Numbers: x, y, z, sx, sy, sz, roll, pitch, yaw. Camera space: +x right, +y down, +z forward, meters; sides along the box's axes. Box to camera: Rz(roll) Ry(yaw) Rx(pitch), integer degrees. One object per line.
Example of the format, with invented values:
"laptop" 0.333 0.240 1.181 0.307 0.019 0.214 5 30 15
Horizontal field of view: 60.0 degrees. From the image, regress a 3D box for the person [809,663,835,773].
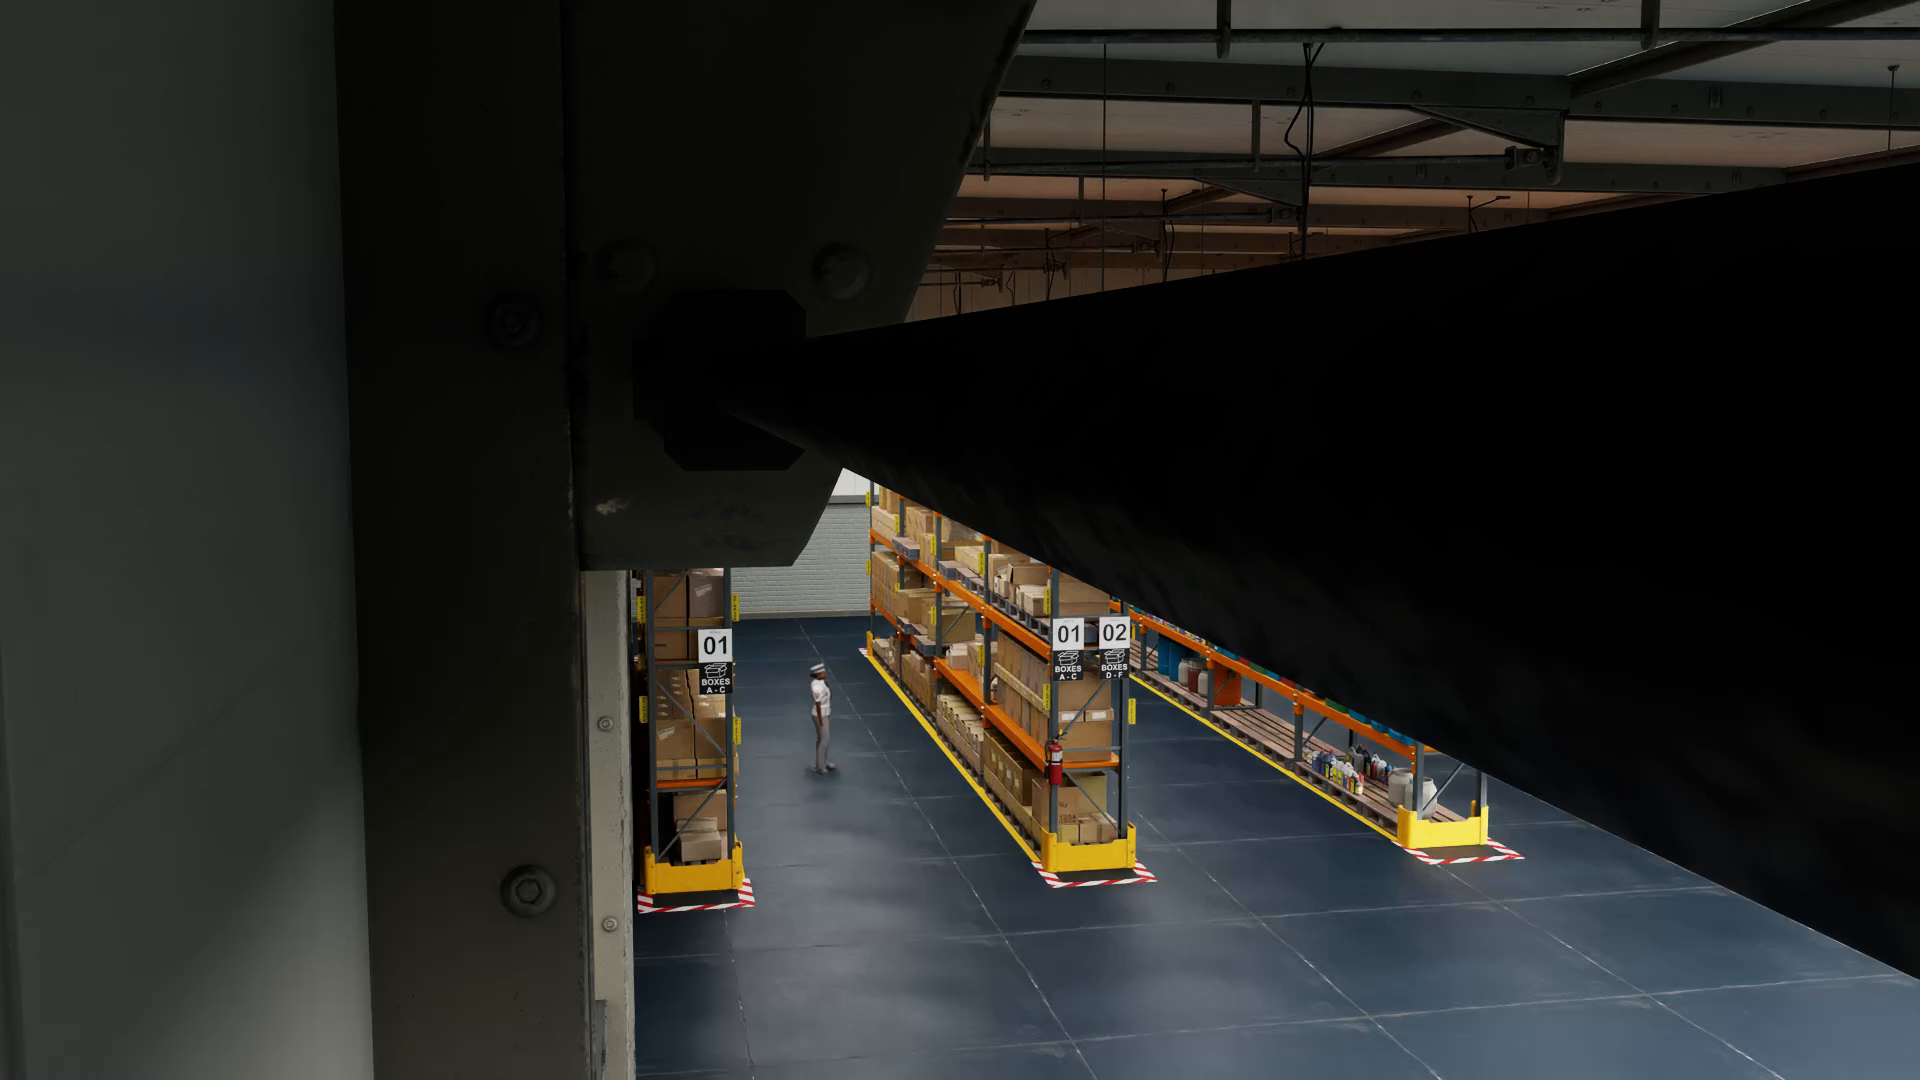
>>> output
"person" -2.170 2.809 26.146 0.392 1.755 0.538 0 6 2
